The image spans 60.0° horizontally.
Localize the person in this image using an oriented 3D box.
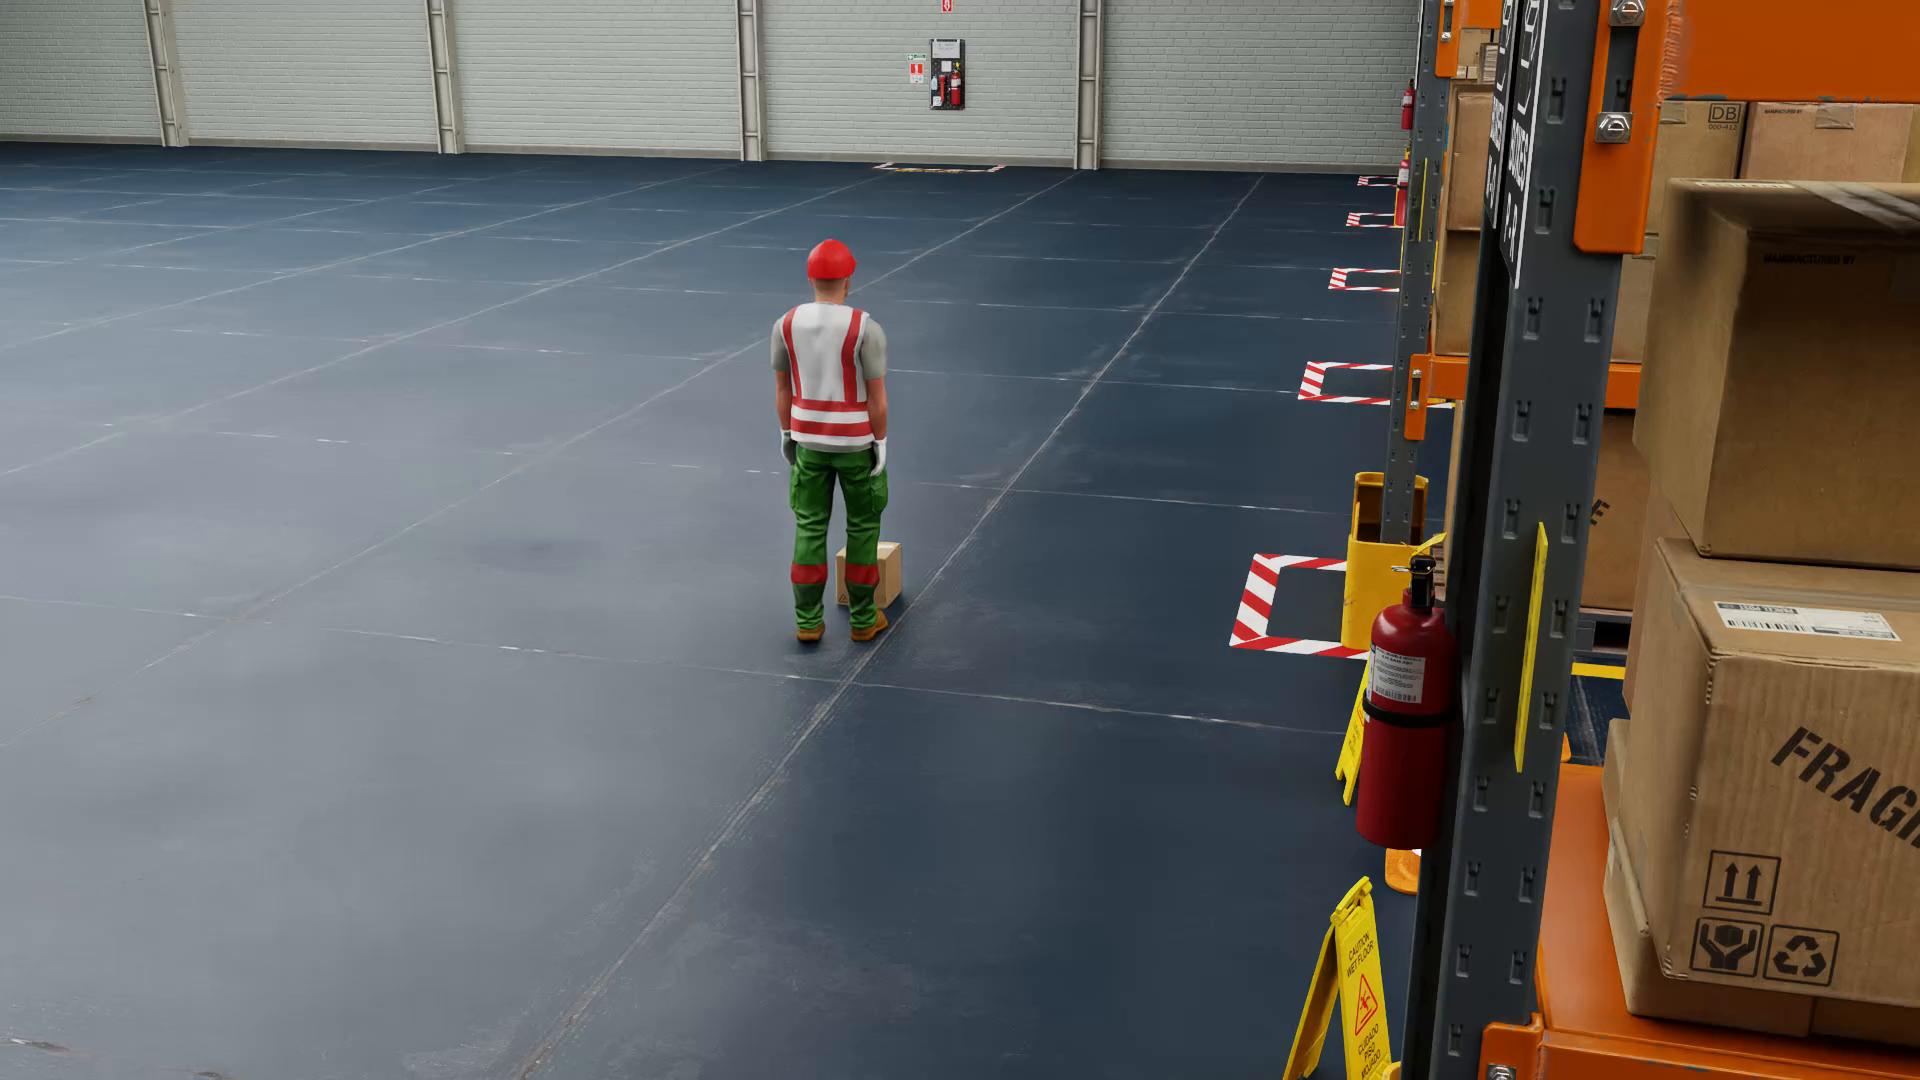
[{"bbox_3d":[-0.551,-0.418,7.341,0.526,1.813,0.367,5,19,15],"label":"person"}]
